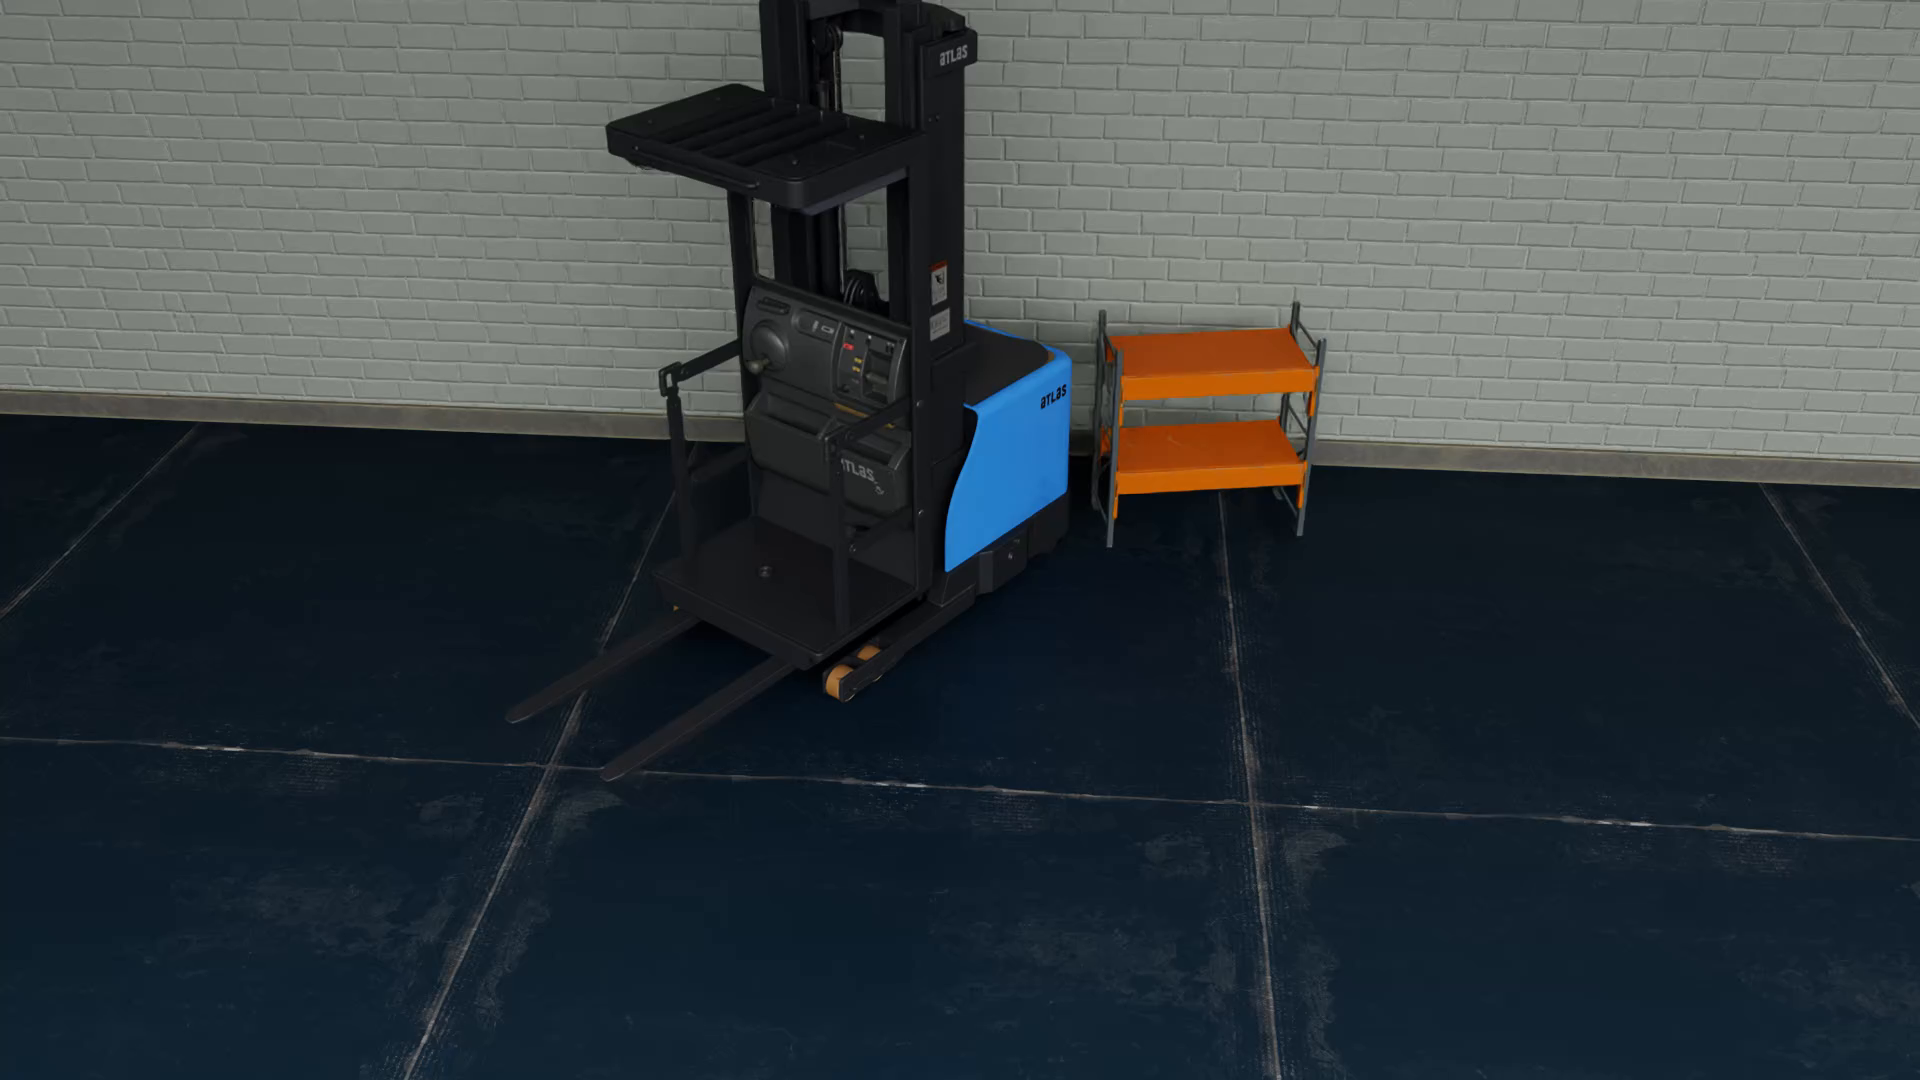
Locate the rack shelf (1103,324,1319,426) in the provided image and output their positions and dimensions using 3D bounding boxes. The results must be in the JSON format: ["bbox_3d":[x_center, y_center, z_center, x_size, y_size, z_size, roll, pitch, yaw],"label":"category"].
[{"bbox_3d":[1.260,-0.848,8.496,1.000,0.278,0.538,-3,32,-5],"label":"rack shelf"}]

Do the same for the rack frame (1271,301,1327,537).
[{"bbox_3d":[1.765,-0.628,8.697,0.032,1.125,0.500,-3,32,-5],"label":"rack frame"}]

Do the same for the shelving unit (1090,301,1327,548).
[{"bbox_3d":[1.260,-0.599,8.649,1.048,1.125,0.538,-3,32,-5],"label":"shelving unit"}]

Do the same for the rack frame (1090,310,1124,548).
[{"bbox_3d":[0.755,-0.569,8.602,0.032,1.125,0.500,-3,32,-5],"label":"rack frame"}]

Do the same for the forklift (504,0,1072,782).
[{"bbox_3d":[-0.742,-0.810,7.270,1.130,2.935,3.031,23,38,32],"label":"forklift"}]

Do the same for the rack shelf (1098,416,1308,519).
[{"bbox_3d":[1.260,-0.391,8.778,1.000,0.278,0.538,-3,32,-5],"label":"rack shelf"}]
